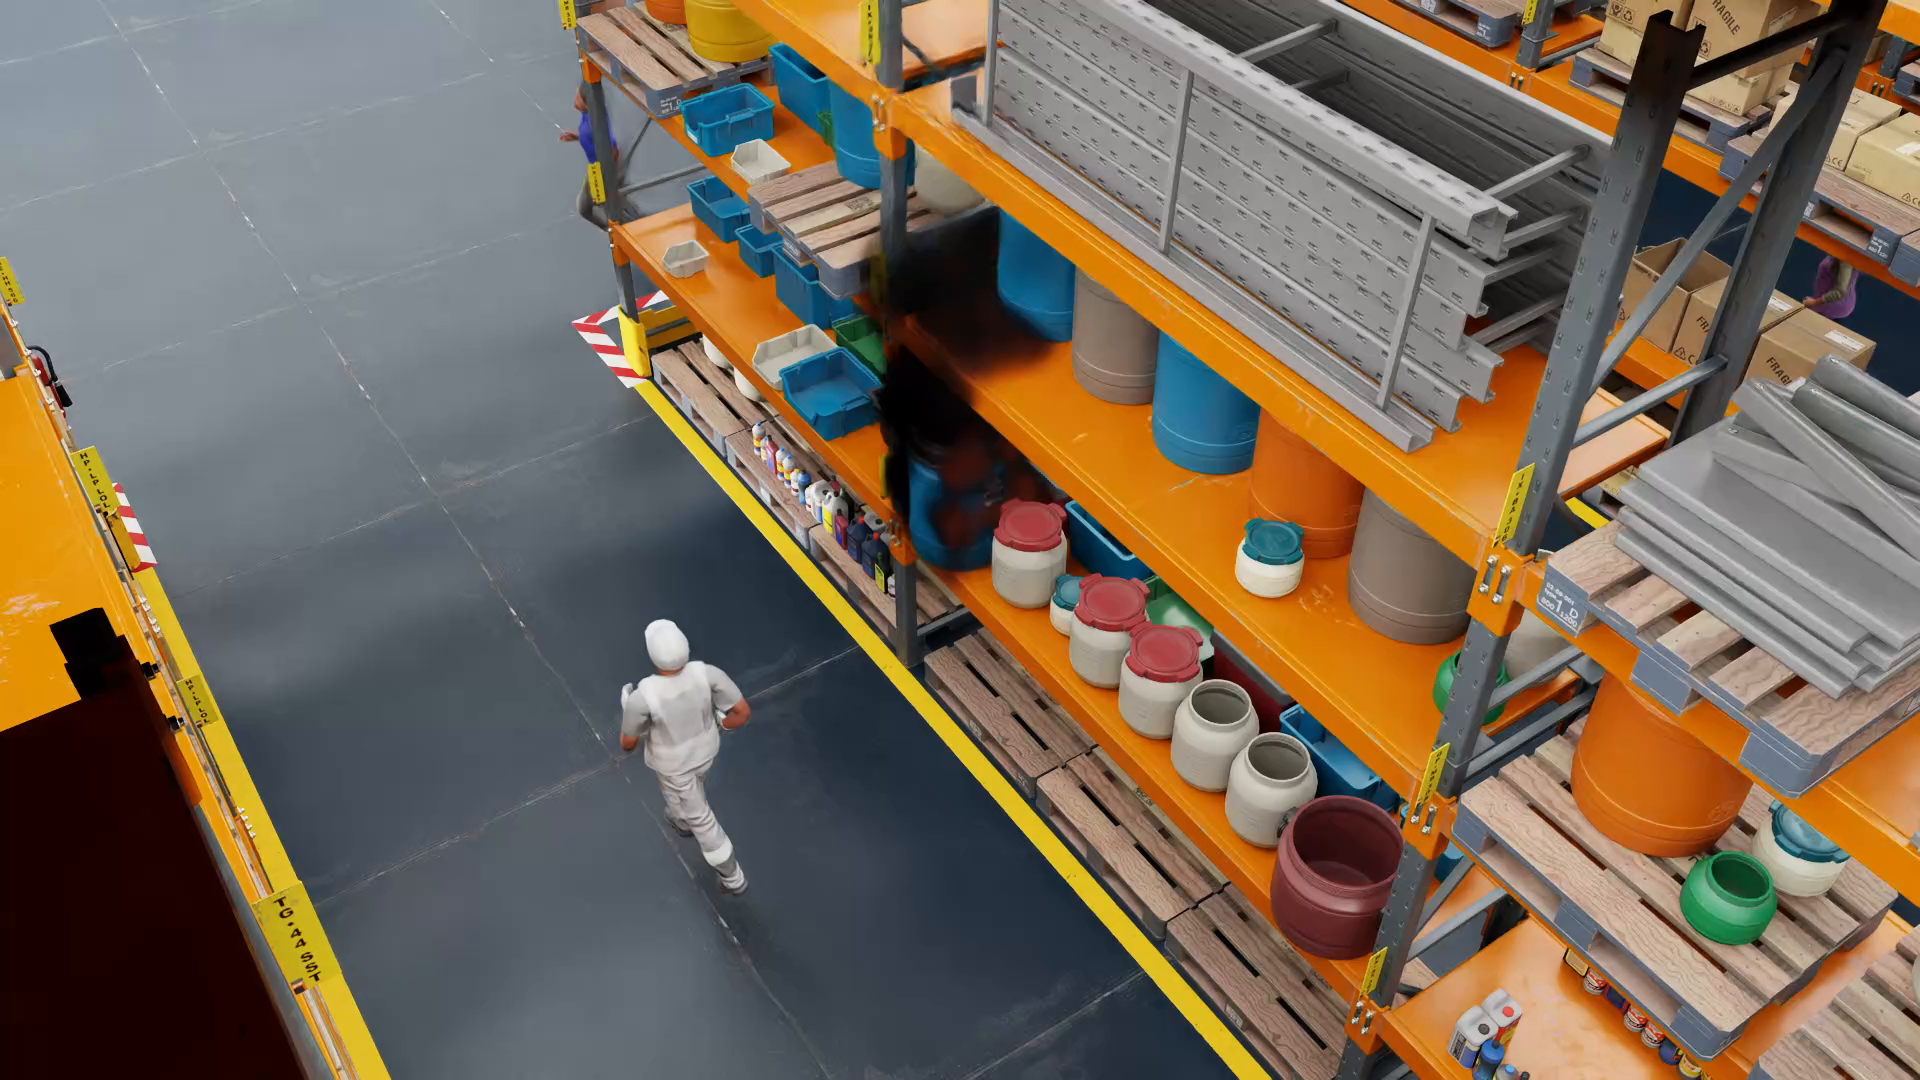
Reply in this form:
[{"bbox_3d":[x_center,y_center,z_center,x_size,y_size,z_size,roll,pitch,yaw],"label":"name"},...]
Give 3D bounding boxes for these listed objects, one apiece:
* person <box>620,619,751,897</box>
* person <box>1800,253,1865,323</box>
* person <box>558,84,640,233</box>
[{"bbox_3d":[-1.474,1.139,8.763,0.634,1.815,0.851,-29,50,-28],"label":"person"},{"bbox_3d":[6.622,-1.728,12.507,0.598,1.554,0.522,31,51,29],"label":"person"},{"bbox_3d":[-3.016,-3.066,13.904,0.638,1.639,0.588,0,43,0],"label":"person"}]
